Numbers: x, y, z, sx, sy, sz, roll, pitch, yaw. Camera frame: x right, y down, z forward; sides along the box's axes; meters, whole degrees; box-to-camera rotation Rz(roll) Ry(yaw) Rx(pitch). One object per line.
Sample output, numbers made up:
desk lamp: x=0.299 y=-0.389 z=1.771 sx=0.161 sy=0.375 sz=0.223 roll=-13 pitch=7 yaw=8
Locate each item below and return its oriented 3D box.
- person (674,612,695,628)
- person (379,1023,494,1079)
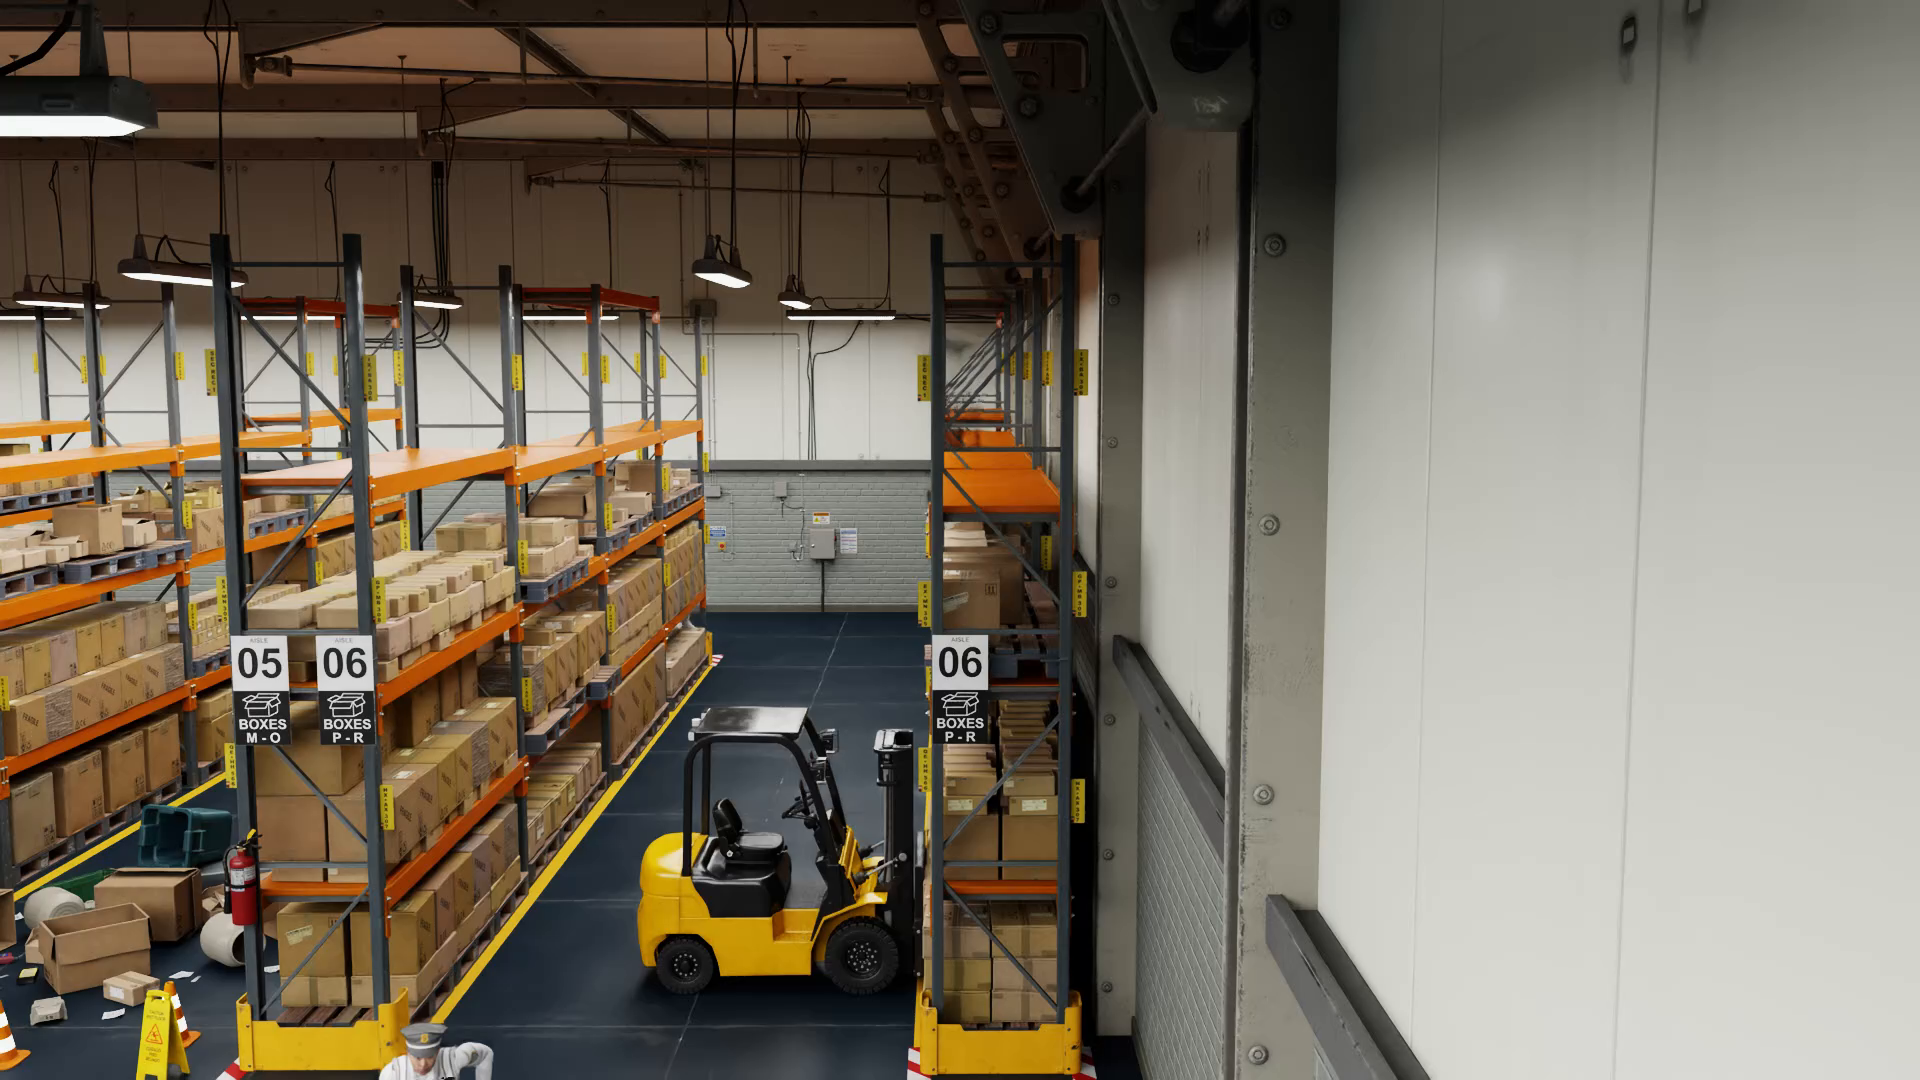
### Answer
person: x=-4.960 y=1.067 z=29.242 sx=0.588 sy=1.722 sz=0.721 roll=3 pitch=7 yaw=23
person: x=-2.958 y=3.378 z=9.387 sx=0.658 sy=1.624 sz=0.963 roll=-2 pitch=7 yaw=-15
